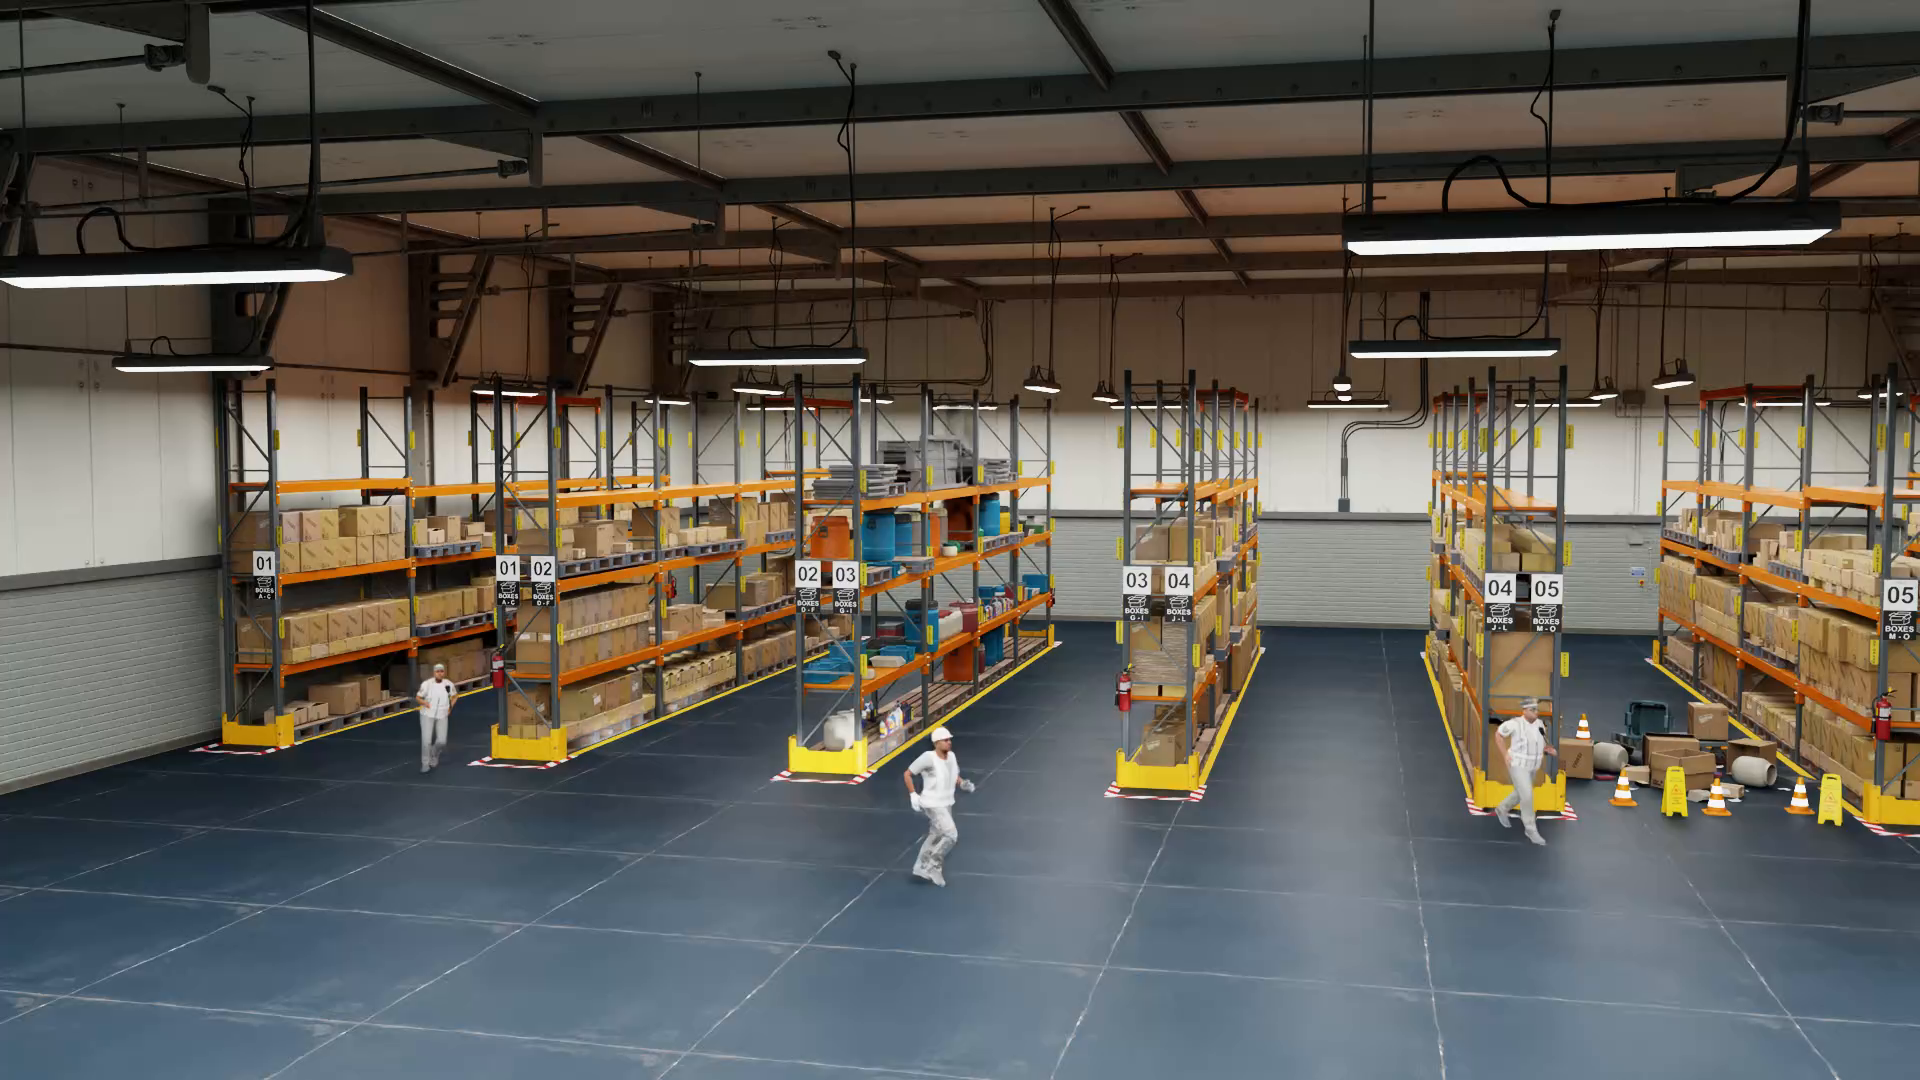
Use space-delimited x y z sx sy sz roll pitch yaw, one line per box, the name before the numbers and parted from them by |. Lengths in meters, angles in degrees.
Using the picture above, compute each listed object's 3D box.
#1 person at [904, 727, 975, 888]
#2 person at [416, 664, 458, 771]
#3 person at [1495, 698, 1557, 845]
person | -0.215 2.995 18.670 0.800 1.790 0.660 2 4 32
person | -7.915 2.683 25.206 0.619 1.614 0.564 -1 4 -22
person | 7.100 2.867 21.023 0.617 1.796 0.966 -2 4 -28
